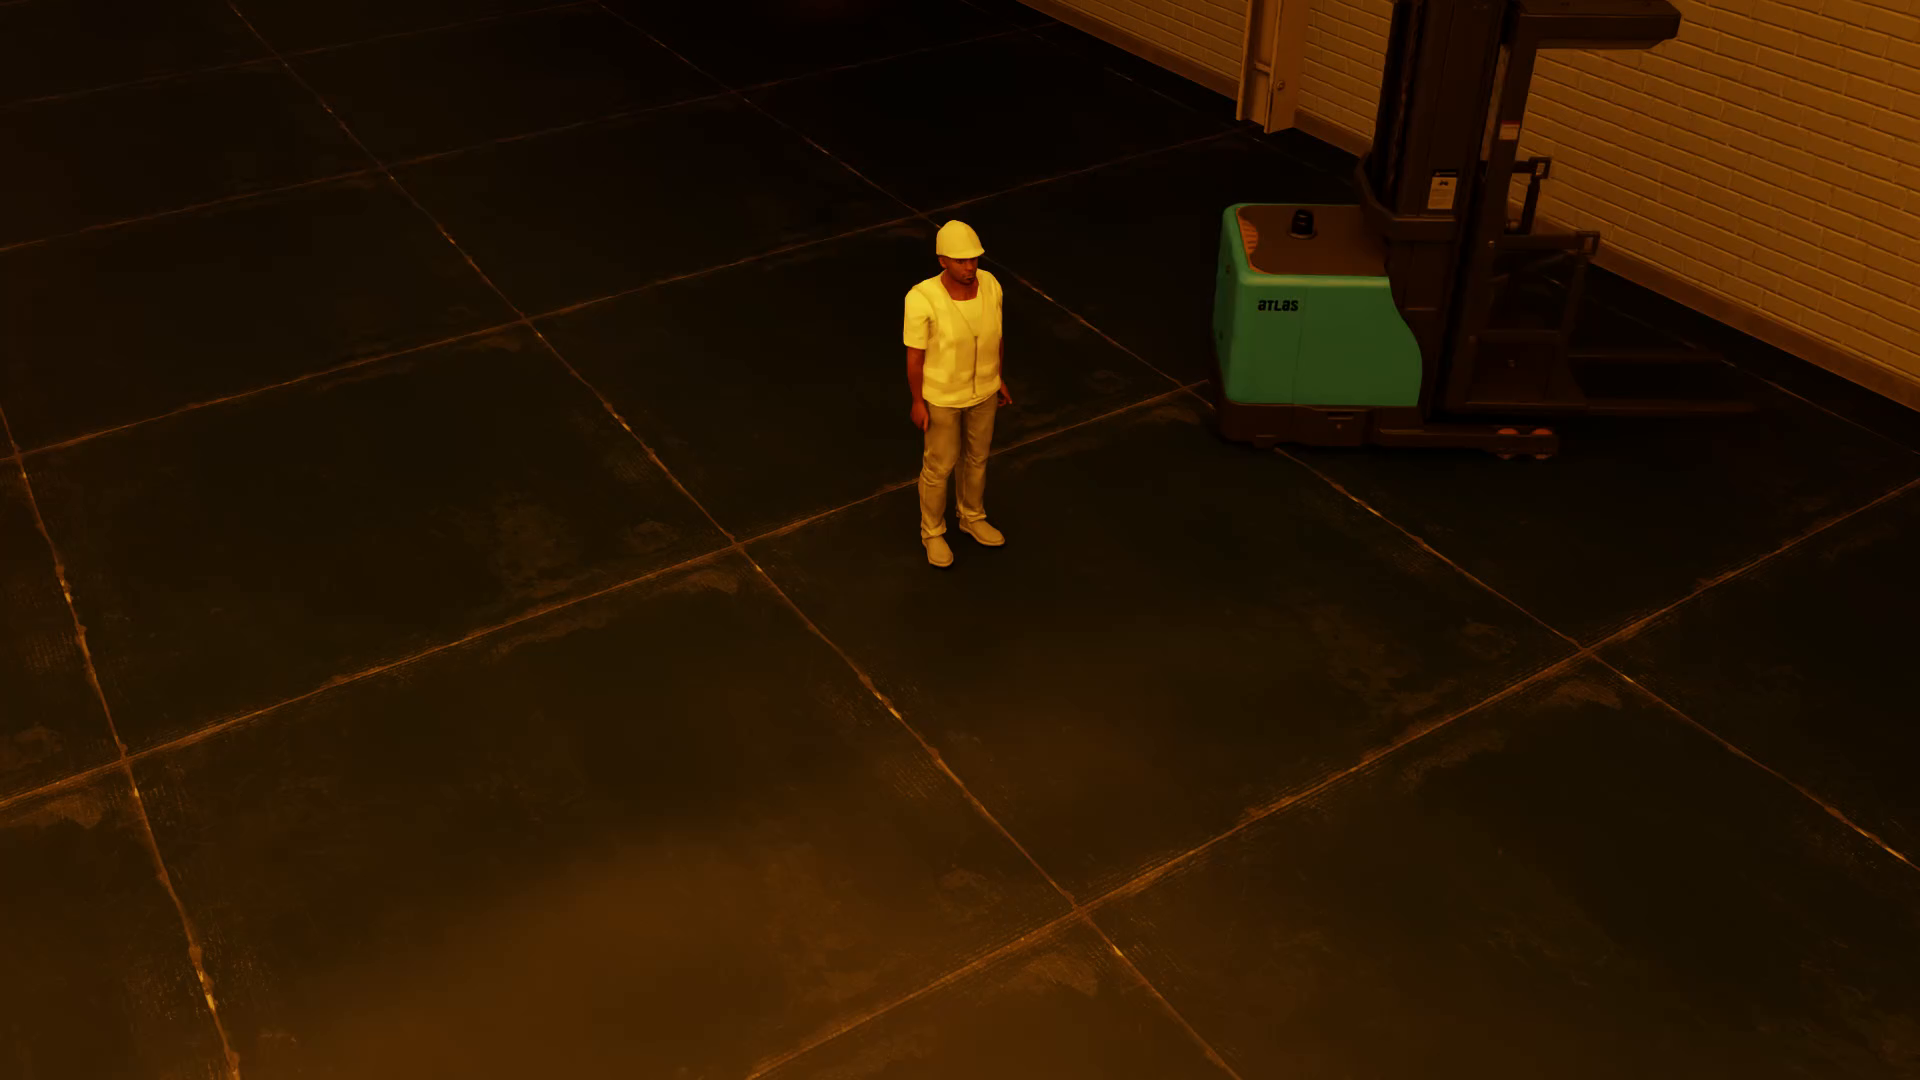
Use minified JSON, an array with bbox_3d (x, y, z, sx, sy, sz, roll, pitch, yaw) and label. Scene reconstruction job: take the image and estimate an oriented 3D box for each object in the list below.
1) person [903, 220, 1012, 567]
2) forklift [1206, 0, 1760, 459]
[{"bbox_3d":[0.010,-0.724,8.192,0.556,1.770,0.388,-21,40,-27],"label":"person"},{"bbox_3d":[3.001,-1.969,8.949,3.031,2.935,1.130,1,35,2],"label":"forklift"}]
